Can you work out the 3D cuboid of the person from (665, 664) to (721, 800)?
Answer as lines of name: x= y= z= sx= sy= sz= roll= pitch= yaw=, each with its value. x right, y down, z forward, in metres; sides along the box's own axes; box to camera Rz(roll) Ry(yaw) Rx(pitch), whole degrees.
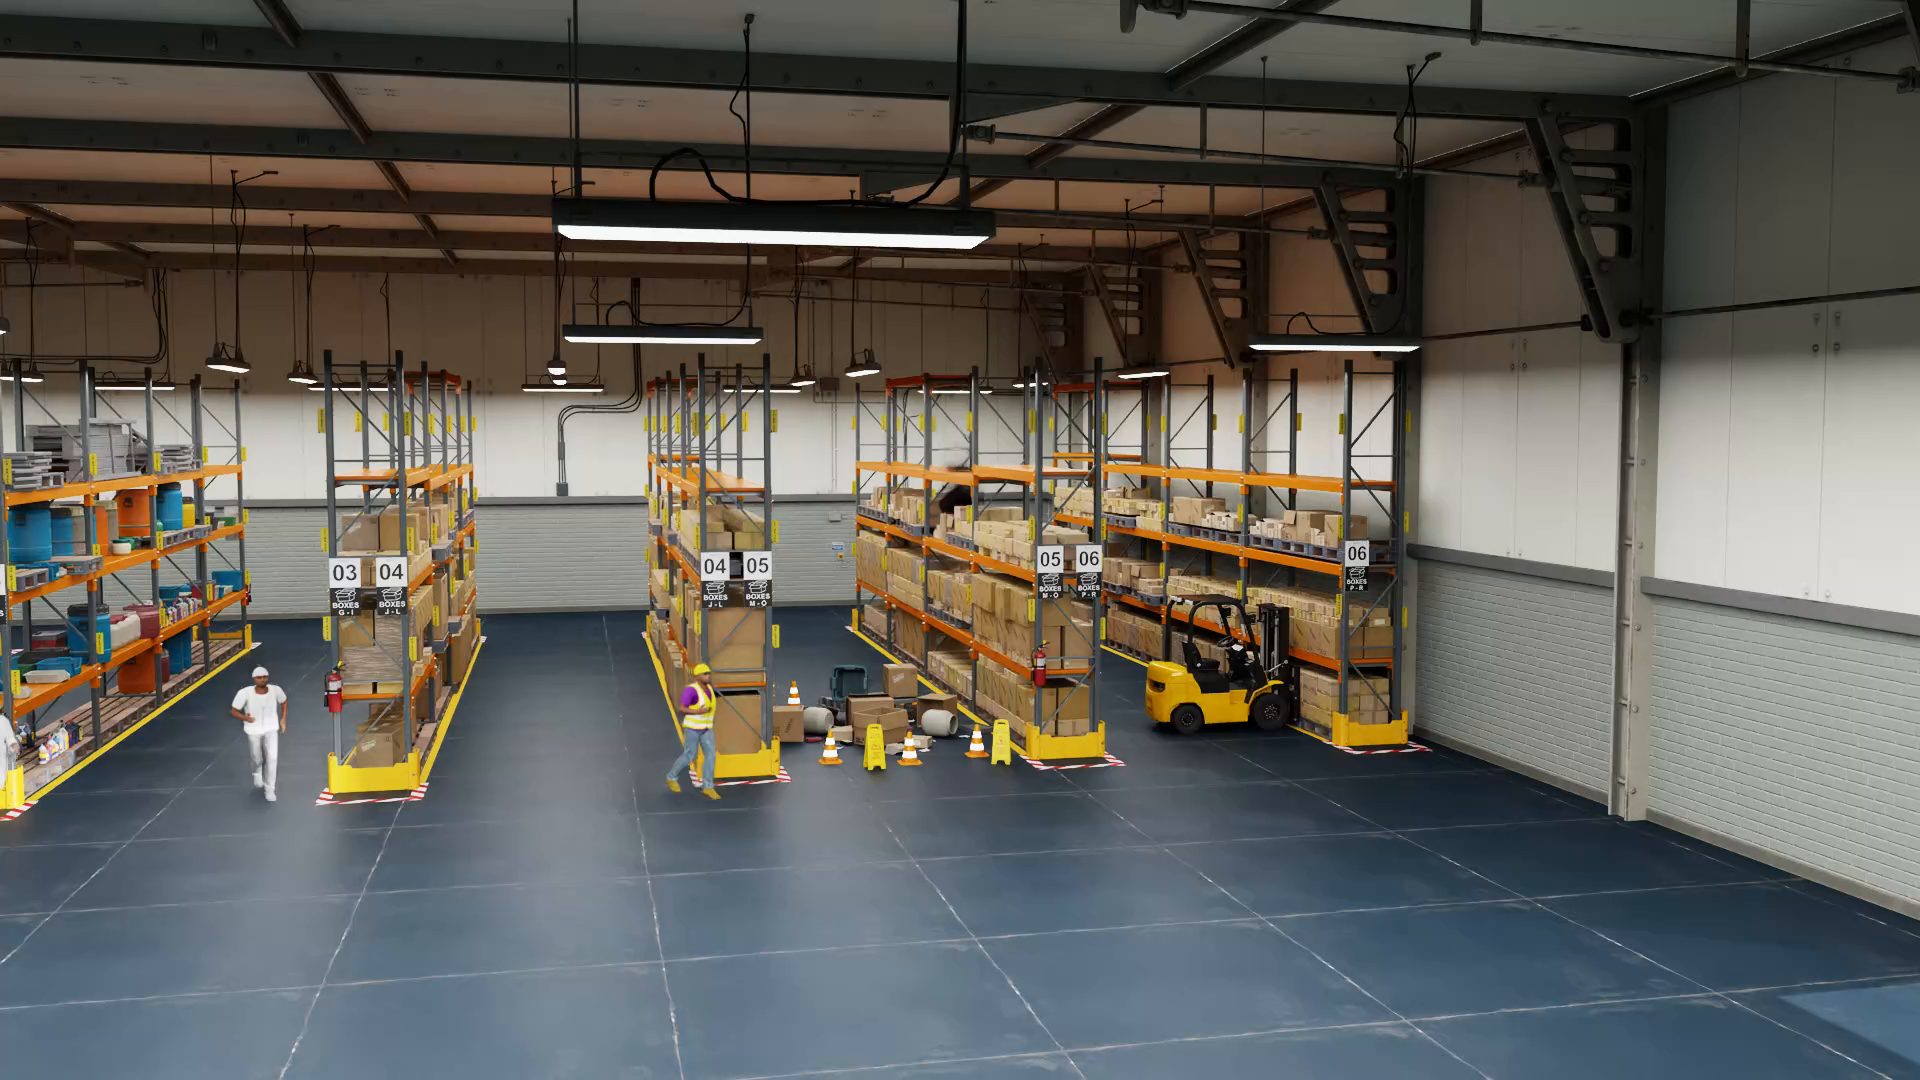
person: x=-3.524 y=2.557 z=22.382 sx=0.880 sy=1.791 sz=0.704 roll=3 pitch=5 yaw=34

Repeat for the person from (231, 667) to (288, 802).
person: x=-9.384 y=2.576 z=22.339 sx=0.735 sy=1.766 sz=0.882 roll=-2 pitch=5 yaw=-30

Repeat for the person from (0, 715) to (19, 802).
person: x=-11.538 y=2.757 z=19.754 sx=0.802 sy=1.816 sz=0.694 roll=2 pitch=4 yaw=22
